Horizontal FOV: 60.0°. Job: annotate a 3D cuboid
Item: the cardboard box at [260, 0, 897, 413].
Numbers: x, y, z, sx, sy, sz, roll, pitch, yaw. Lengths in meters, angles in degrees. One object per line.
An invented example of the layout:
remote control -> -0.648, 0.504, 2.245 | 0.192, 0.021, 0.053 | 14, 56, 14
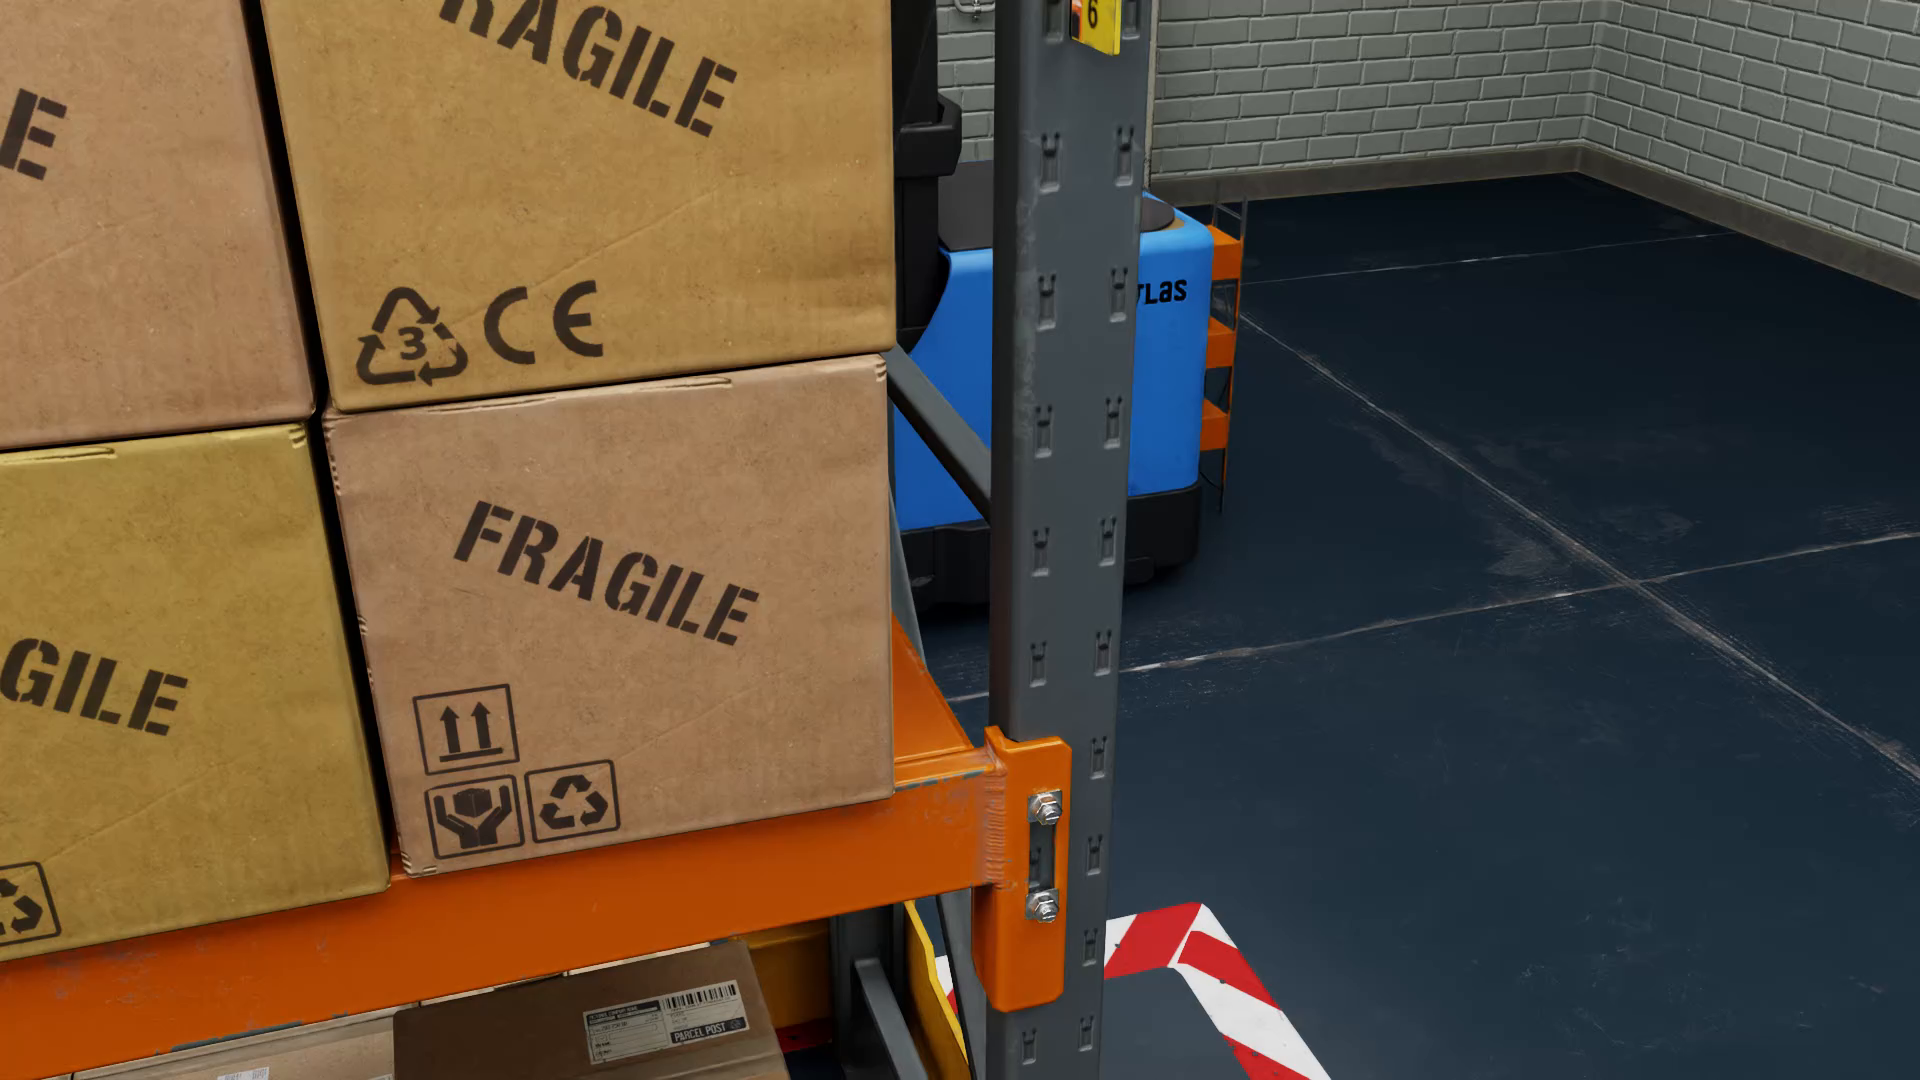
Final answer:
cardboard box -> -0.374, -0.469, 1.584 | 0.500, 0.500, 0.500 | -8, 28, -17

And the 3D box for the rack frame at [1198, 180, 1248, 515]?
rack frame -> 0.823, -0.596, 5.269 | 0.008, 1.050, 0.200 | -9, 28, -17

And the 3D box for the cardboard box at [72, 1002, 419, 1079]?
cardboard box -> -1.116, 0.905, 2.652 | 0.500, 0.250, 0.500 | -8, 28, -16

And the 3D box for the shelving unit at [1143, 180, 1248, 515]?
shelving unit -> 0.707, -0.578, 5.234 | 0.252, 1.050, 0.215 | -9, 28, -17

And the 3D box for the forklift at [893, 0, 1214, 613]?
forklift -> -0.856, -1.192, 4.356 | 3.031, 2.935, 1.130 | -9, 28, -17

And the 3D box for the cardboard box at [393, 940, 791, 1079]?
cardboard box -> -0.476, 0.948, 2.284 | 0.500, 0.500, 0.500 | -8, 28, -16

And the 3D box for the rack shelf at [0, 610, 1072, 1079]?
rack shelf -> -1.937, 0.444, 1.791 | 4.000, 0.370, 1.077 | -8, 28, -16

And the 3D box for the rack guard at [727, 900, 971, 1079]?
rack guard -> -0.108, 0.976, 2.721 | 0.348, 0.500, 1.175 | -8, 28, -16

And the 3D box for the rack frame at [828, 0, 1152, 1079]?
rack frame -> -0.036, -0.154, 2.186 | 0.127, 3.000, 1.000 | -8, 28, -16

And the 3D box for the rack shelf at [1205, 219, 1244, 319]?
rack shelf -> 0.707, -0.823, 5.112 | 0.240, 0.259, 0.215 | -9, 28, -17

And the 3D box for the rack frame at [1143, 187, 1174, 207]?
rack frame -> 0.592, -0.560, 5.198 | 0.008, 1.050, 0.200 | -9, 28, -17

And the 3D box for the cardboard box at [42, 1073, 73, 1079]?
cardboard box -> -1.591, 0.973, 2.513 | 0.500, 0.250, 0.500 | -8, 28, -16

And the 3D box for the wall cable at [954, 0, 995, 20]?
wall cable -> -0.648, -3.279, 7.339 | 1.851, 1.984, 0.084 | -8, 28, -16

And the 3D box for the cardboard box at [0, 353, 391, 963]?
cardboard box -> -0.869, 0.051, 1.661 | 0.500, 0.500, 0.500 | -8, 28, -16

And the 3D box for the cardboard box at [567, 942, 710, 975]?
cardboard box -> -0.540, 0.839, 2.899 | 0.250, 0.149, 0.380 | -8, 28, -16

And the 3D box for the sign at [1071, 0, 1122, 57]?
sign -> 0.117, -0.576, 1.380 | 0.005, 0.325, 0.100 | -8, 28, -16

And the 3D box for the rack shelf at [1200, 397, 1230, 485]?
rack shelf -> 0.707, -0.320, 5.362 | 0.240, 0.259, 0.215 | -9, 28, -17

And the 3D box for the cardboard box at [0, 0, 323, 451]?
cardboard box -> -0.854, -0.399, 1.443 | 0.500, 0.500, 0.500 | -7, 27, -15

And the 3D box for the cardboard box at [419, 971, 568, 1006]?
cardboard box -> -0.778, 0.865, 2.826 | 0.250, 0.166, 0.380 | -8, 28, -16

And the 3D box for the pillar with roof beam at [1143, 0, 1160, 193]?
pillar with roof beam -> 2.059, -3.852, 2.889 | 0.400, 9.000, 9.100 | -8, 28, -16

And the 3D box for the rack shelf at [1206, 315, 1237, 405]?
rack shelf -> 0.707, -0.569, 5.238 | 0.240, 0.259, 0.215 | -9, 28, -17

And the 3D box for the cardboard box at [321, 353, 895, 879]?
cardboard box -> -0.377, -0.022, 1.808 | 0.500, 0.500, 0.500 | -7, 27, -15
